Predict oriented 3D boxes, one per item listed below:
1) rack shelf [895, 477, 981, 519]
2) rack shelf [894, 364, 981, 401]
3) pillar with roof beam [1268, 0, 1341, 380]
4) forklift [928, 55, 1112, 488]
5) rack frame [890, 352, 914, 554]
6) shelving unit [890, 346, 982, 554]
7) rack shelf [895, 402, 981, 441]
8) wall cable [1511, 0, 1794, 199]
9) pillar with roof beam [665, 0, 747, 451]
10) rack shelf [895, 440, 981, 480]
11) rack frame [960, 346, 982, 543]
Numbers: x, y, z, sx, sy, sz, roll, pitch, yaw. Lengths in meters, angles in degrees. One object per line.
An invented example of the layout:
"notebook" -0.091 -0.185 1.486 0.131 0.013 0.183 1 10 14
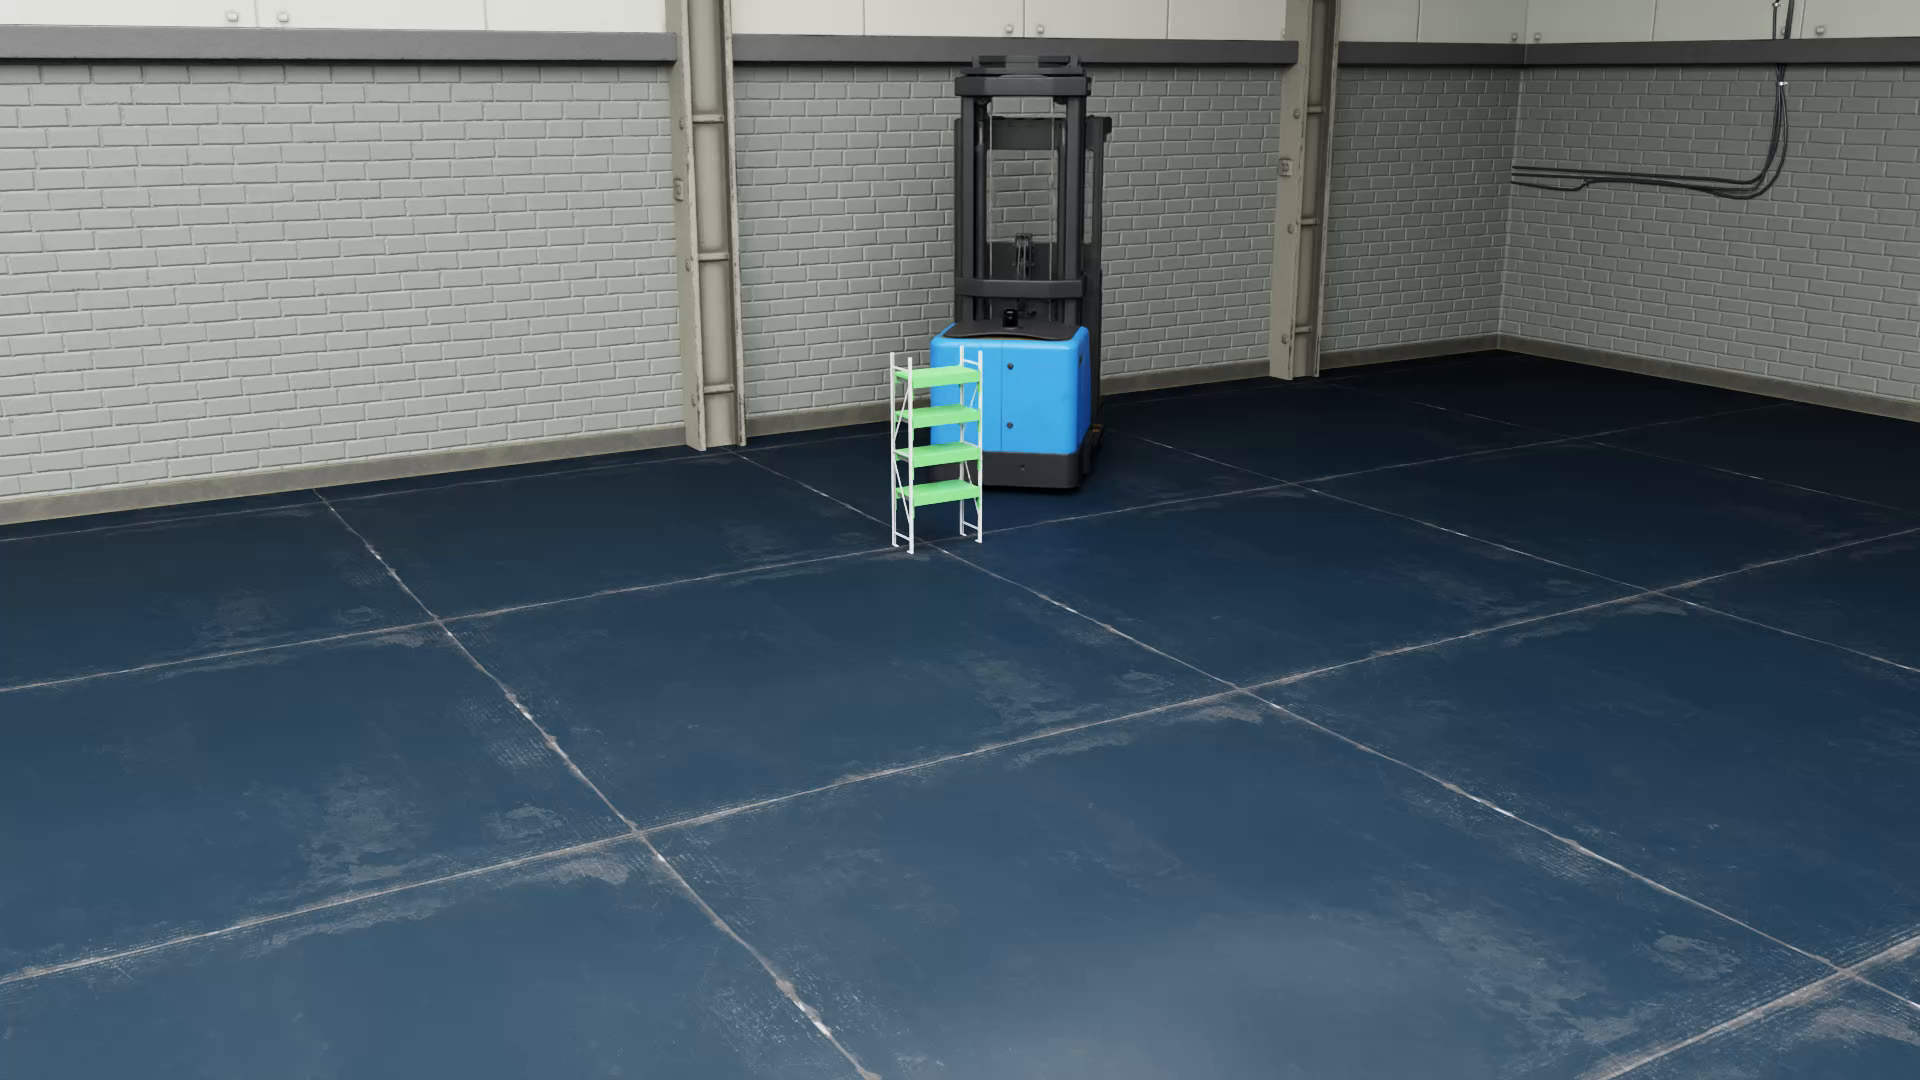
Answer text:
"rack shelf" -0.142 -0.262 10.248 0.480 0.148 0.258 -9 18 -30
"rack shelf" -0.142 -0.955 10.053 0.480 0.148 0.258 -9 18 -30
"pillar with roof beam" 5.437 -4.924 11.303 0.400 9.000 9.100 -9 18 -30
"forklift" 0.541 -2.118 12.534 1.130 2.935 3.031 3 16 10
"rack frame" -0.351 -0.521 10.045 0.015 1.200 0.240 -9 18 -30
"shelving unit" -0.142 -0.555 10.166 0.503 1.200 0.258 -9 18 -30
"rack shelf" -0.142 -0.724 10.118 0.480 0.148 0.258 -9 18 -30
"wall cable" 6.426 -4.528 15.644 0.112 2.526 3.097 -9 18 -30
"pillar with roof beam" 0.294 -4.090 8.327 0.400 9.000 9.100 -9 18 -30
"rack shelf" -0.142 -0.493 10.183 0.480 0.148 0.258 -9 18 -30
"rack frame" 0.067 -0.589 10.287 0.015 1.200 0.240 -9 18 -30
